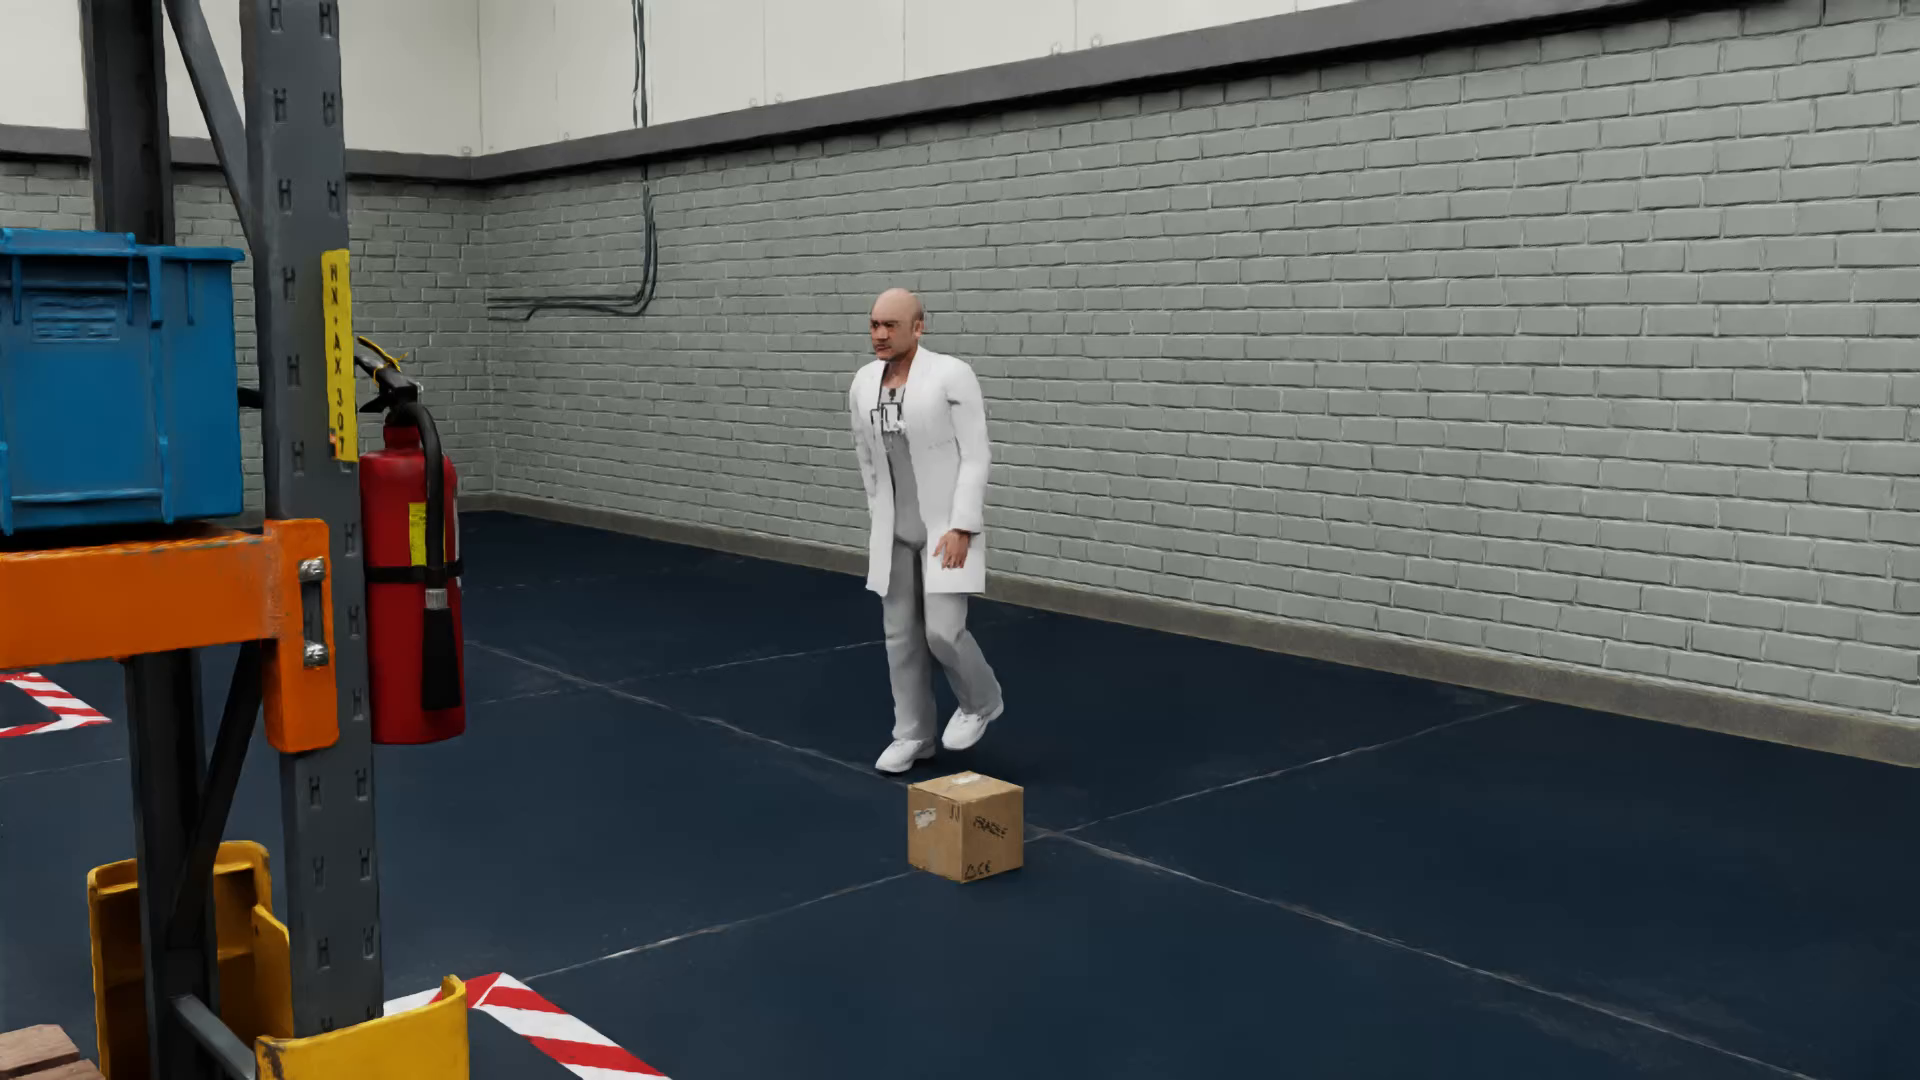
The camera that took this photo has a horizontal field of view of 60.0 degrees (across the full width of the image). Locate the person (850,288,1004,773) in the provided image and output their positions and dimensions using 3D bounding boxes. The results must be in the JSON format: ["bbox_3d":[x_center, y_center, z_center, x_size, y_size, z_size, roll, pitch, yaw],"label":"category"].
[{"bbox_3d":[-0.111,-0.028,6.077,0.583,1.757,0.661,4,8,30],"label":"person"}]
